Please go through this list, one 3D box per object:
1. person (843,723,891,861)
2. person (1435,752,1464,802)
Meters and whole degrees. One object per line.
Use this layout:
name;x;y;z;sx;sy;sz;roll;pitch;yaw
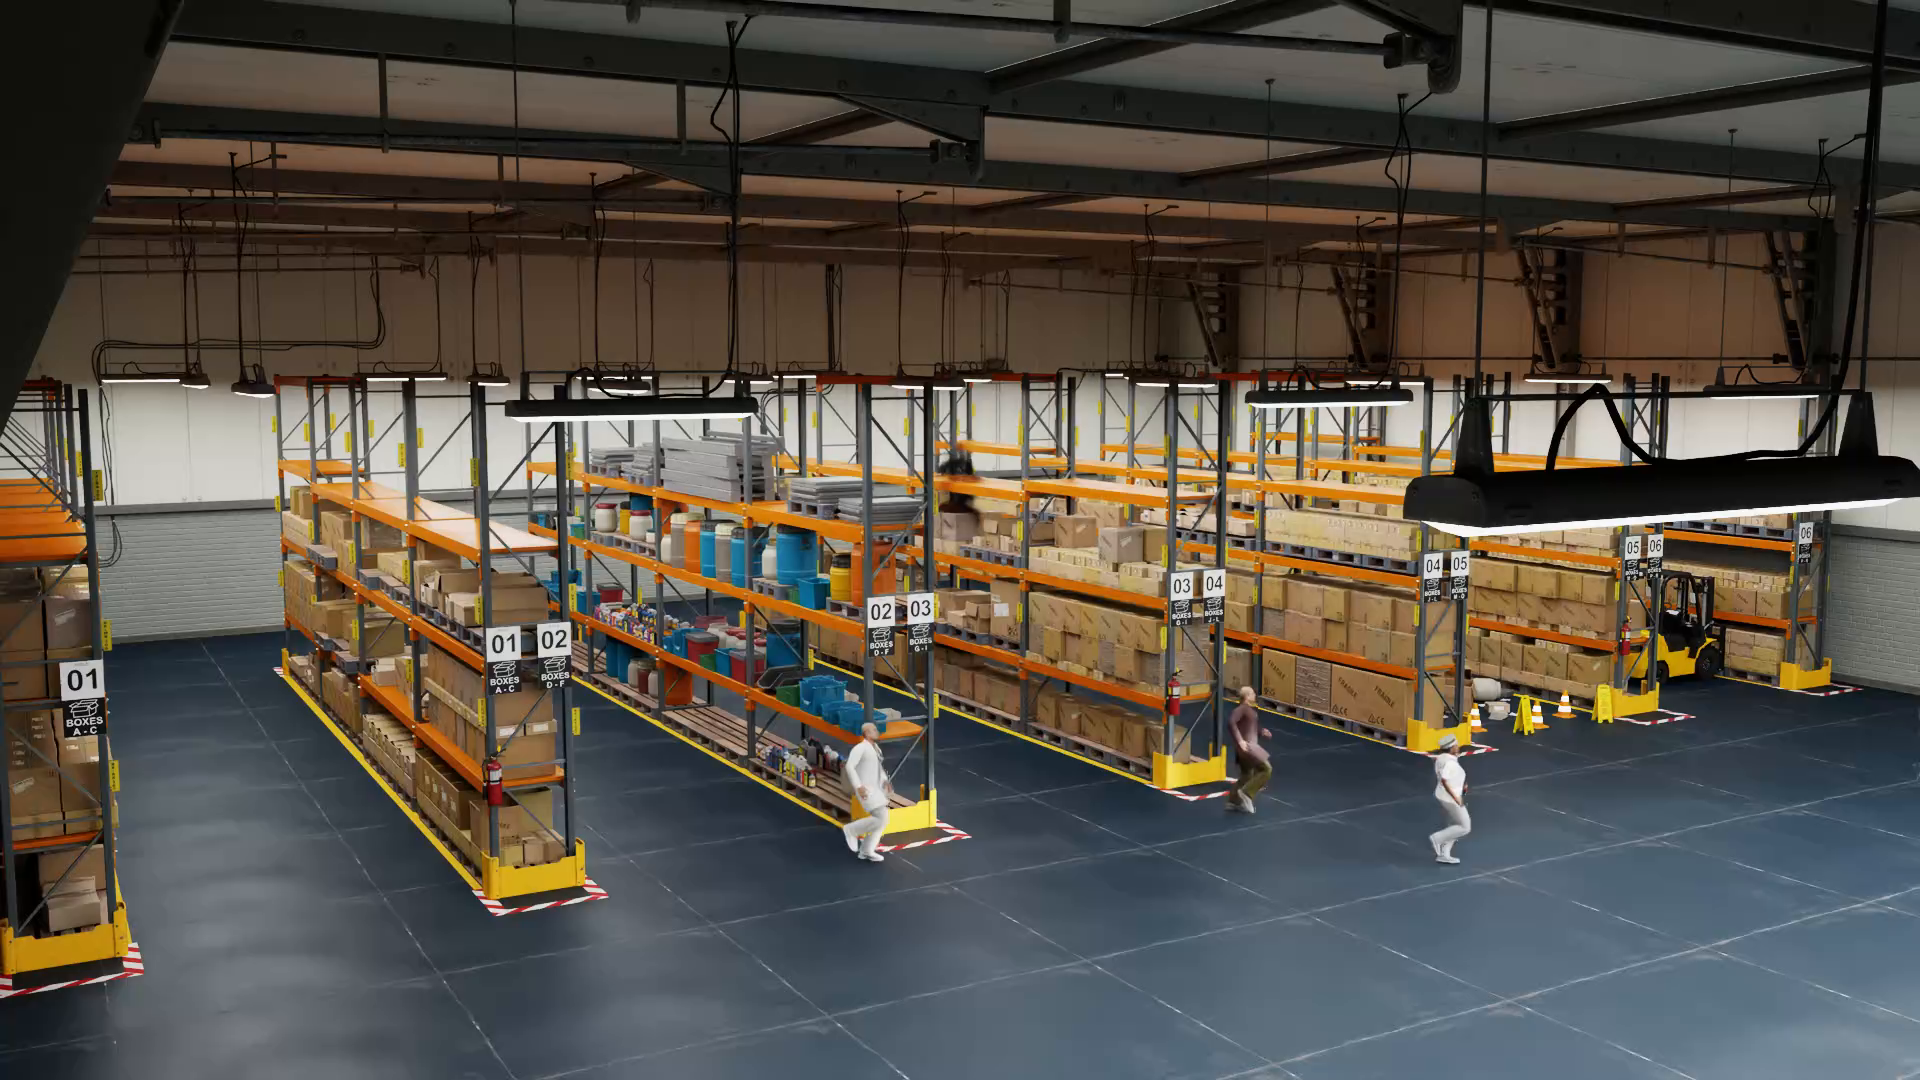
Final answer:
person;-1.143;3.174;21.153;0.580;1.697;0.738;2;7;18
person;6.124;2.952;20.804;0.337;0.582;0.539;0;6;-2
